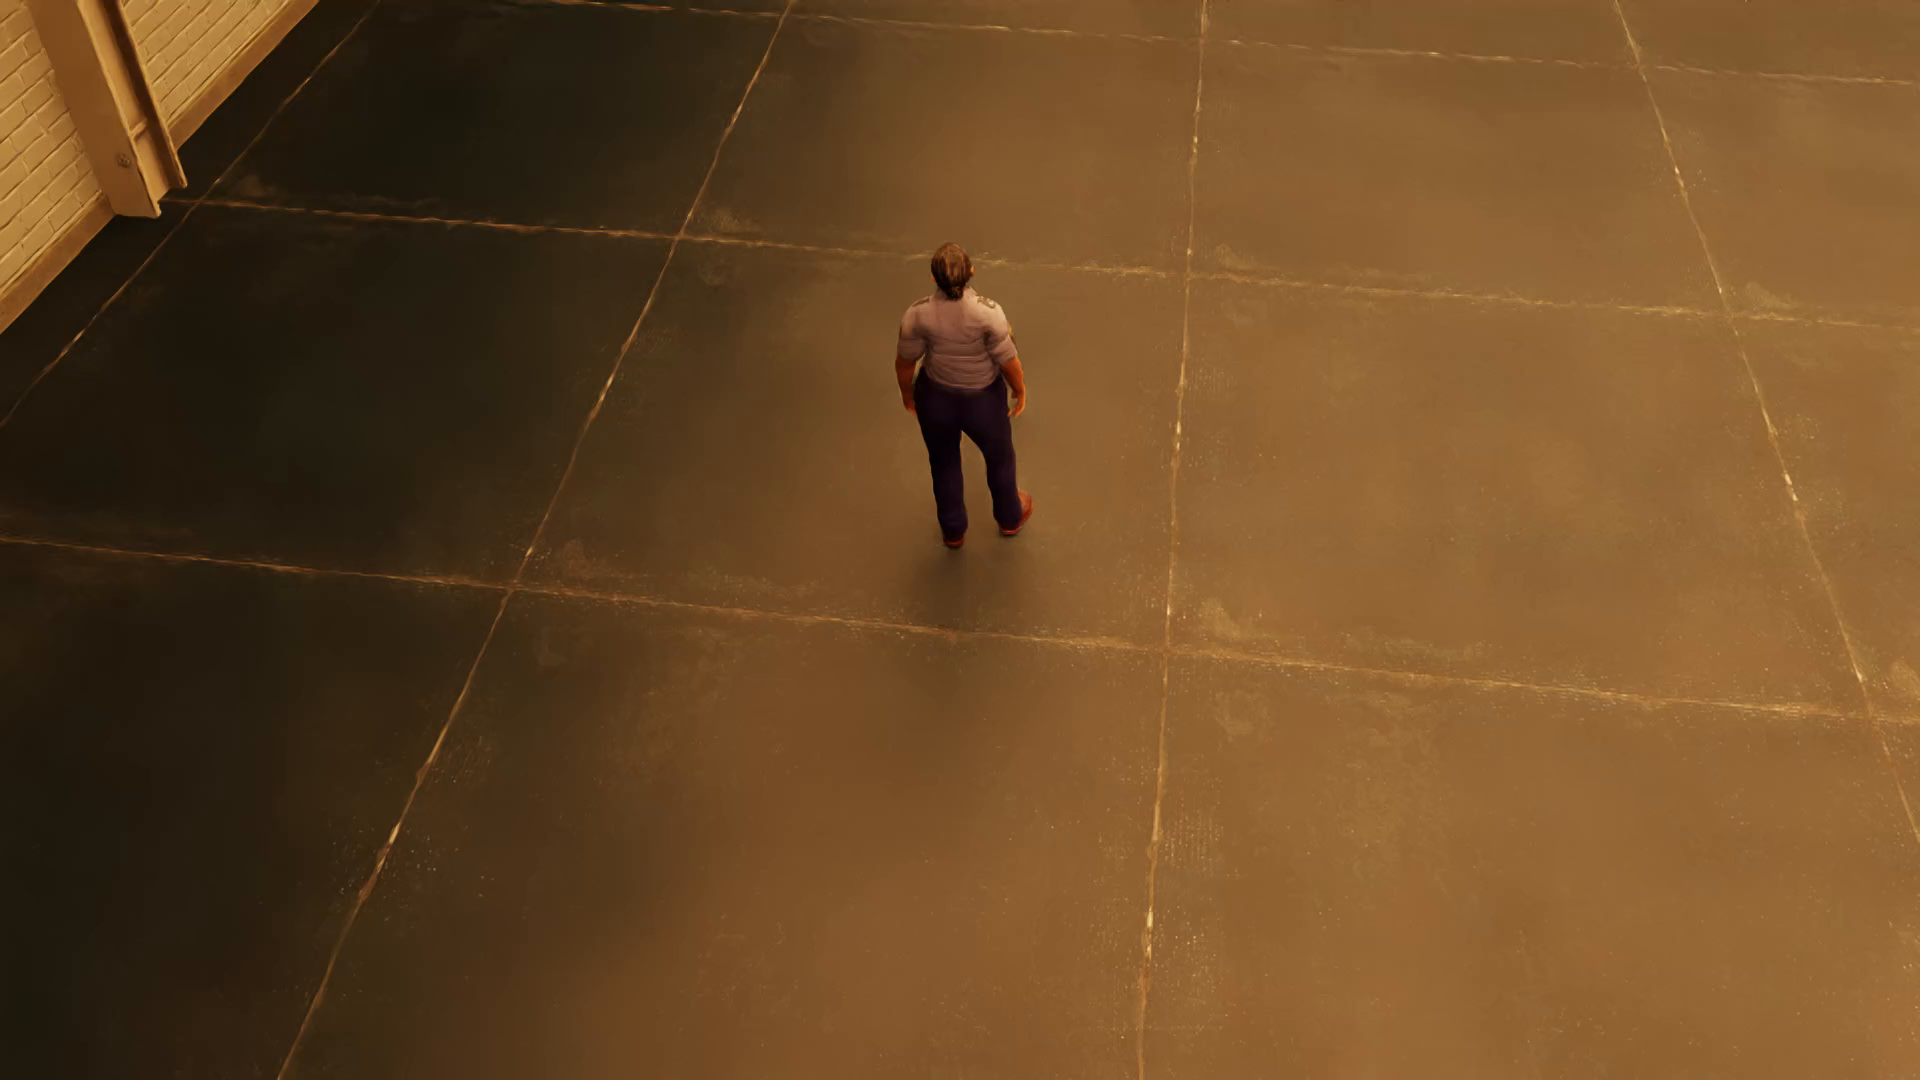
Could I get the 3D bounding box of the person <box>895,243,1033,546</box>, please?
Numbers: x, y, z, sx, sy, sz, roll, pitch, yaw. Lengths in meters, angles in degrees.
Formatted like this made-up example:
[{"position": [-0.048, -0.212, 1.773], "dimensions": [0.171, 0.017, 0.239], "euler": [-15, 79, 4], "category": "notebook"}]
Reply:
[{"position": [0.035, -0.666, 7.396], "dimensions": [0.599, 1.640, 0.502], "euler": [5, 43, 6], "category": "person"}]
